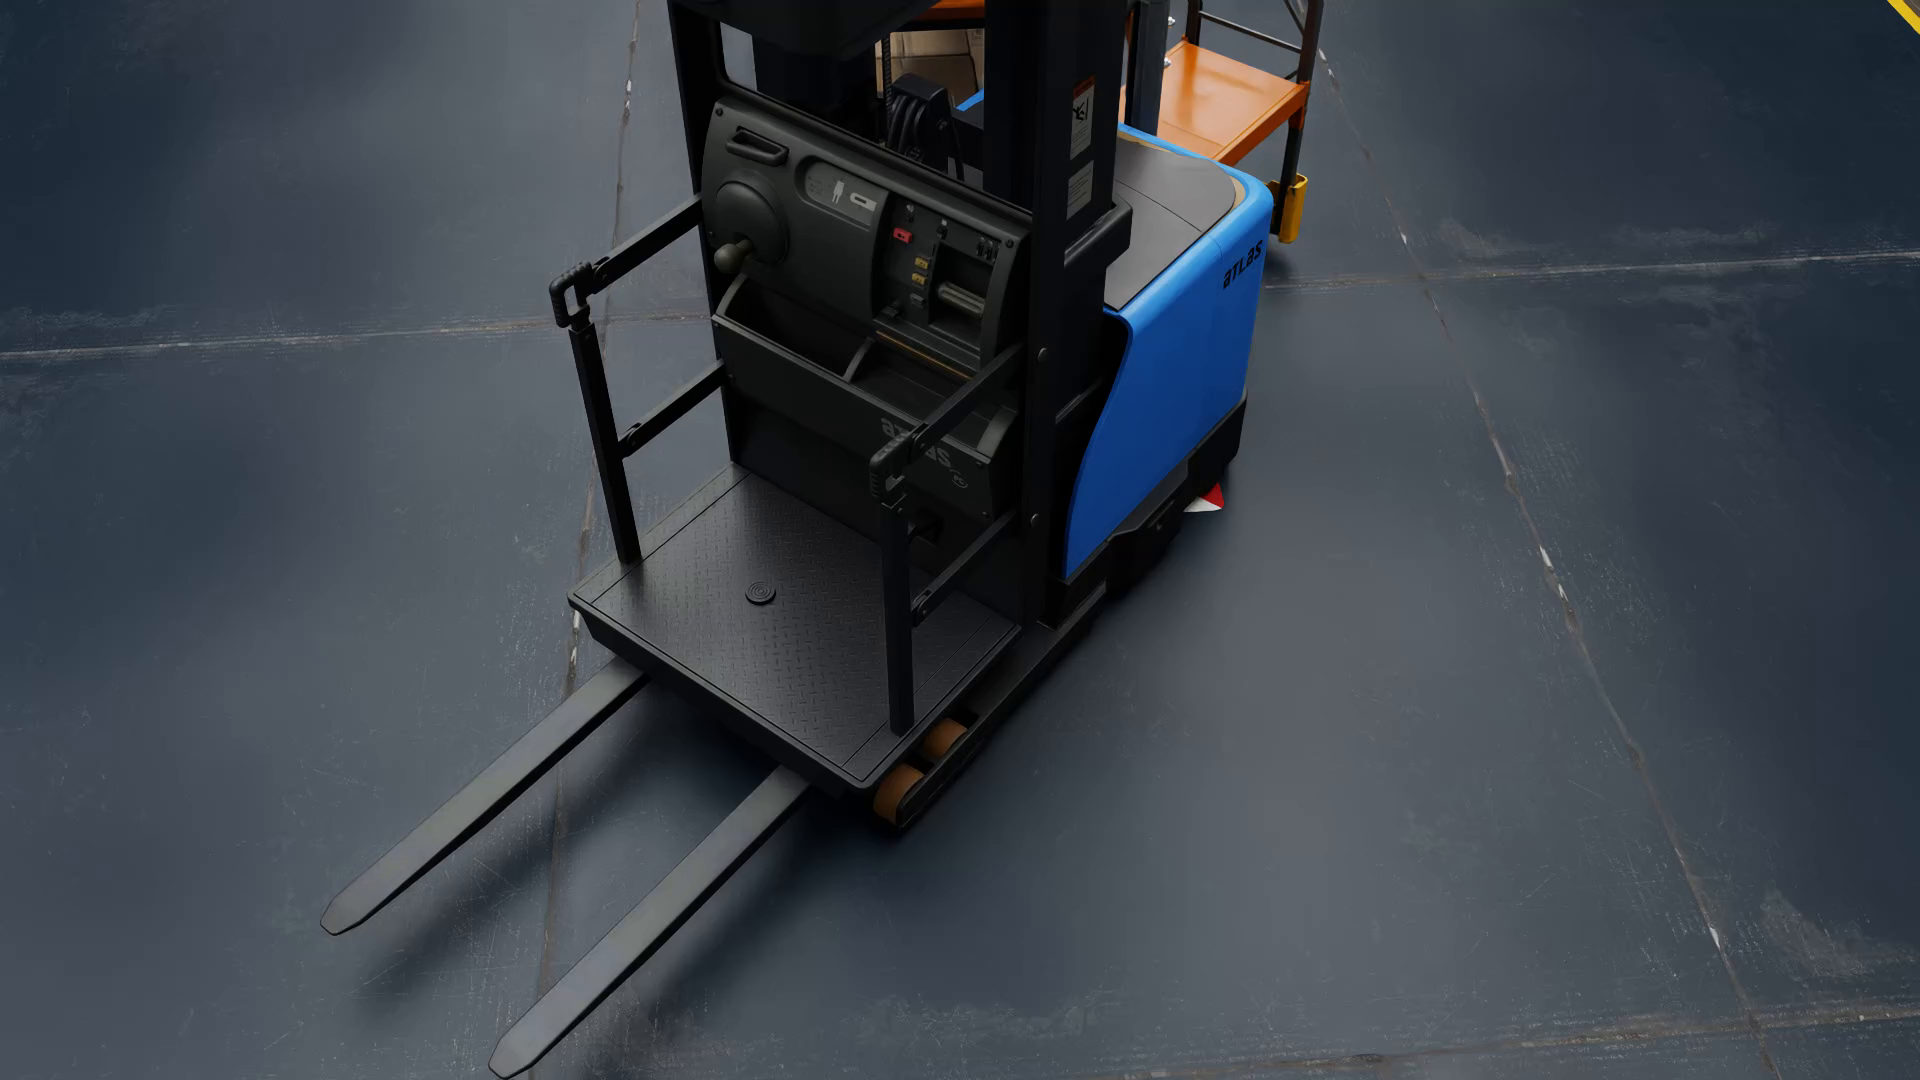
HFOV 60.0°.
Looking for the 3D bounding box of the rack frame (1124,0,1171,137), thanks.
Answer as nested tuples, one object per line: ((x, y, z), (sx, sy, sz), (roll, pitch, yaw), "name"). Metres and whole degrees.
((0.113, -1.680, 4.775), (1.000, 3.000, 0.127), (-3, 47, -3), "rack frame")

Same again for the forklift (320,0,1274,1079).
((-0.381, -0.646, 3.843), (1.130, 2.935, 3.031), (29, 53, 25), "forklift")

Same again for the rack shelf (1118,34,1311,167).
((0.698, -1.344, 5.645), (0.538, 0.185, 1.000), (30, 54, 25), "rack shelf")

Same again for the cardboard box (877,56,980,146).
((-0.178, -1.350, 5.882), (0.500, 0.500, 0.500), (-3, 47, -3), "cardboard box")

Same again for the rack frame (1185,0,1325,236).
((1.010, -1.761, 5.782), (0.500, 1.500, 0.032), (30, 54, 25), "rack frame")

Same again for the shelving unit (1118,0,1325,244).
((0.702, -1.471, 5.518), (0.587, 1.500, 1.083), (30, 54, 25), "shelving unit")

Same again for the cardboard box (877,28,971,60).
((-0.228, -1.954, 6.625), (0.500, 0.250, 0.500), (-3, 47, -3), "cardboard box")

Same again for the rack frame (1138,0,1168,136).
((0.383, -1.170, 5.243), (0.500, 1.500, 0.032), (30, 54, 25), "rack frame")

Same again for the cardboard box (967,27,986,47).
((0.266, -2.020, 6.688), (0.500, 0.250, 0.500), (-3, 47, -3), "cardboard box")

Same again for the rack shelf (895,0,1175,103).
((-0.055, -2.880, 6.407), (1.077, 0.370, 4.000), (-3, 47, -3), "rack shelf")

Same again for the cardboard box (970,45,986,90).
((0.308, -1.658, 6.345), (0.500, 0.250, 0.500), (-3, 47, -3), "cardboard box")

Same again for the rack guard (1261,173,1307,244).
((1.015, -1.336, 6.240), (0.587, 0.250, 0.087), (30, 54, 25), "rack guard")
